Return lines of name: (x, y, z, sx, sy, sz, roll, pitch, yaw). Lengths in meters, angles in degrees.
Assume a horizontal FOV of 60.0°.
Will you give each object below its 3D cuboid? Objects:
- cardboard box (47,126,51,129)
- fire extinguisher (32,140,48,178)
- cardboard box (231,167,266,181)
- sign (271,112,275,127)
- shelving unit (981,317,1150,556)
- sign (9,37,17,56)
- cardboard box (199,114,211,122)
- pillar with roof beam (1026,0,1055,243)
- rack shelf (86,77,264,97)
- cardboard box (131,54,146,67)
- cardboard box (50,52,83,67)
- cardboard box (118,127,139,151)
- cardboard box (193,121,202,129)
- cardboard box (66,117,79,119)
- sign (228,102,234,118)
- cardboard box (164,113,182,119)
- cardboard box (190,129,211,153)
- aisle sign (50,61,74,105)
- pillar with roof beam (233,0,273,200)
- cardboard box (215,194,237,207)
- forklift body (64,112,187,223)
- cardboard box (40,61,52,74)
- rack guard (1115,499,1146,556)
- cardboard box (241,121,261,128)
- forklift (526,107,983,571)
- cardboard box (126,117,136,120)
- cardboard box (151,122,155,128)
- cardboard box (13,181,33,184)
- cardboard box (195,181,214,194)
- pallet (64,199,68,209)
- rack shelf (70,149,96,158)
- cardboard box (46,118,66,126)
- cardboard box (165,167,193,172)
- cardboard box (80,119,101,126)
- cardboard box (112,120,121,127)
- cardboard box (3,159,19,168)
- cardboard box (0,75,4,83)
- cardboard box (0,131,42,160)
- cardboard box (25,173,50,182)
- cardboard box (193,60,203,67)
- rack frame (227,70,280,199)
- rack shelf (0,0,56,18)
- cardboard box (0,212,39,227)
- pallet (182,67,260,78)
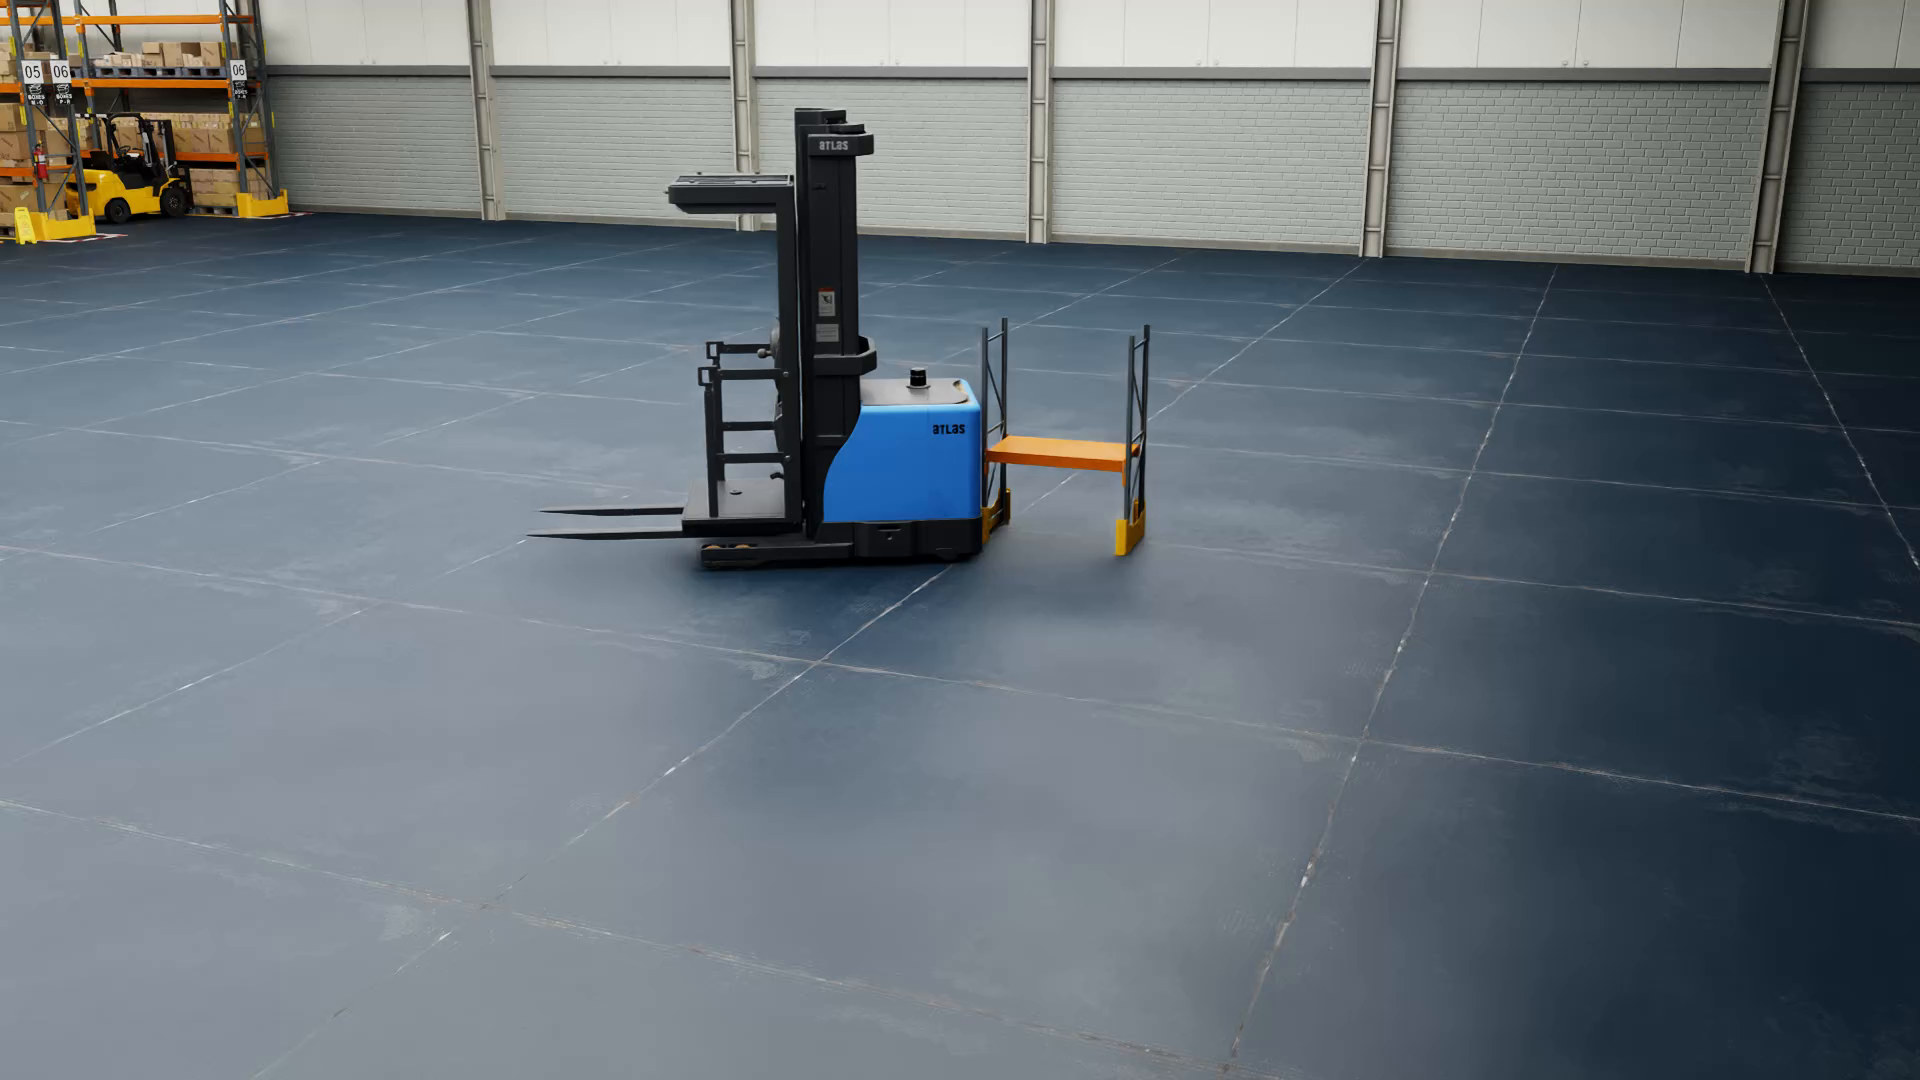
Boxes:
cardboard box: (-20.210, -9.100, 37.012, 0.500, 0.250, 0.500, 7, 17, 22)
fire extinguisher: (-16.865, -6.978, 30.469, 0.183, 0.674, 0.296, 6, 17, 21)
cardboard box: (-15.362, -7.894, 35.870, 0.500, 0.250, 0.500, 6, 17, 20)
sign: (-14.775, -9.031, 35.708, 0.005, 0.325, 0.100, 6, 17, 21)
shelving unit: (0.715, -0.738, 11.525, 1.083, 1.500, 0.587, 5, 17, 18)
sign: (-17.024, -8.870, 29.880, 0.005, 0.325, 0.100, 6, 17, 21)
cardboard box: (-15.889, -8.956, 35.265, 0.250, 0.149, 0.380, 7, 17, 22)
pillar with roof beam: (-0.136, -8.662, 25.372, 0.400, 9.000, 9.100, 6, 17, 21)
rack shelf: (-16.845, -9.734, 35.733, 4.000, 0.370, 1.077, 6, 17, 21)
cardboard box: (-17.436, -10.239, 35.489, 0.258, 0.266, 0.396, 6, 17, 19)
cardboard box: (-19.468, -10.502, 36.315, 0.500, 0.311, 0.500, 6, 17, 19)
cardboard box: (-17.898, -8.729, 36.183, 0.500, 0.500, 0.500, 7, 17, 22)
cardboard box: (-16.104, -8.846, 35.421, 0.250, 0.149, 0.380, 6, 17, 20)
cardboard box: (-19.883, -9.414, 37.379, 0.250, 0.149, 0.380, 6, 17, 21)
sign: (-15.196, -8.965, 34.672, 0.005, 0.325, 0.100, 6, 17, 21)
cardboard box: (-16.824, -9.074, 35.674, 0.250, 0.149, 0.380, 7, 17, 21)
cardboard box: (-16.018, -8.520, 35.462, 0.500, 0.500, 0.500, 7, 18, 22)
aisle sign: (-16.631, -8.469, 30.803, 0.004, 0.787, 0.394, 6, 17, 21)
pillar with roof beam: (-16.881, -10.504, 31.714, 0.400, 9.000, 9.100, 6, 17, 21)
cardboard box: (-15.537, -7.282, 35.554, 0.500, 0.250, 0.500, 6, 17, 21)
forklift body: (-17.418, -7.748, 34.503, 1.214, 2.155, 2.313, 6, 17, 21)
cardboard box: (-17.172, -8.778, 30.887, 0.500, 0.250, 0.500, 6, 17, 20)
rack guard: (1.187, -0.094, 11.547, 0.087, 0.250, 0.587, 5, 17, 18)
cardboard box: (-15.205, -8.896, 35.593, 0.250, 0.149, 0.380, 6, 17, 19)
forklift: (-1.395, -1.359, 11.096, 3.031, 2.935, 1.130, -1, 16, -5)
cardboard box: (-17.799, -9.156, 35.957, 0.250, 0.149, 0.380, 7, 17, 22)
cardboard box: (-17.325, -8.964, 35.827, 0.250, 0.149, 0.380, 6, 17, 19)
cardboard box: (-17.961, -6.597, 31.850, 0.500, 0.500, 0.500, 6, 17, 19)
cardboard box: (-16.014, -7.578, 35.680, 0.500, 0.250, 0.500, 6, 17, 20)
pallet: (-19.405, -7.570, 37.369, 1.213, 0.211, 1.003, 6, 17, 21)
rack shelf: (-20.566, -8.703, 37.561, 4.000, 0.370, 1.077, 6, 17, 21)
cardboard box: (-20.074, -9.276, 36.904, 0.250, 0.149, 0.380, 6, 17, 19)
cardboard box: (-16.946, -7.915, 35.944, 0.500, 0.250, 0.500, 6, 17, 20)
cardboard box: (-19.104, -9.180, 36.573, 0.250, 0.149, 0.380, 7, 18, 23)
cardboard box: (-18.264, -9.076, 36.214, 0.250, 0.149, 0.380, 7, 17, 22)
cardboard box: (-17.505, -7.006, 30.876, 0.250, 0.149, 0.380, 6, 17, 20)
cardboard box: (-17.480, -8.447, 30.462, 0.250, 0.149, 0.380, 6, 17, 21)
cardboard box: (-17.408, -7.321, 30.800, 0.500, 0.500, 0.500, 6, 17, 20)
cardboard box: (-20.614, -8.113, 37.745, 0.625, 0.625, 0.875, 6, 17, 18)
cardboard box: (-15.866, -10.010, 34.911, 0.250, 0.149, 0.380, 6, 17, 19)
rack frame: (-14.984, -8.434, 35.346, 0.127, 3.000, 1.000, 6, 17, 21)
rack shelf: (-18.663, -9.885, 30.880, 4.000, 0.370, 1.077, 6, 17, 21)
cardboard box: (-17.675, -6.043, 31.288, 0.500, 0.250, 0.500, 6, 17, 20)
pallet: (-15.632, -9.911, 35.213, 1.213, 0.211, 1.003, 6, 17, 21)
